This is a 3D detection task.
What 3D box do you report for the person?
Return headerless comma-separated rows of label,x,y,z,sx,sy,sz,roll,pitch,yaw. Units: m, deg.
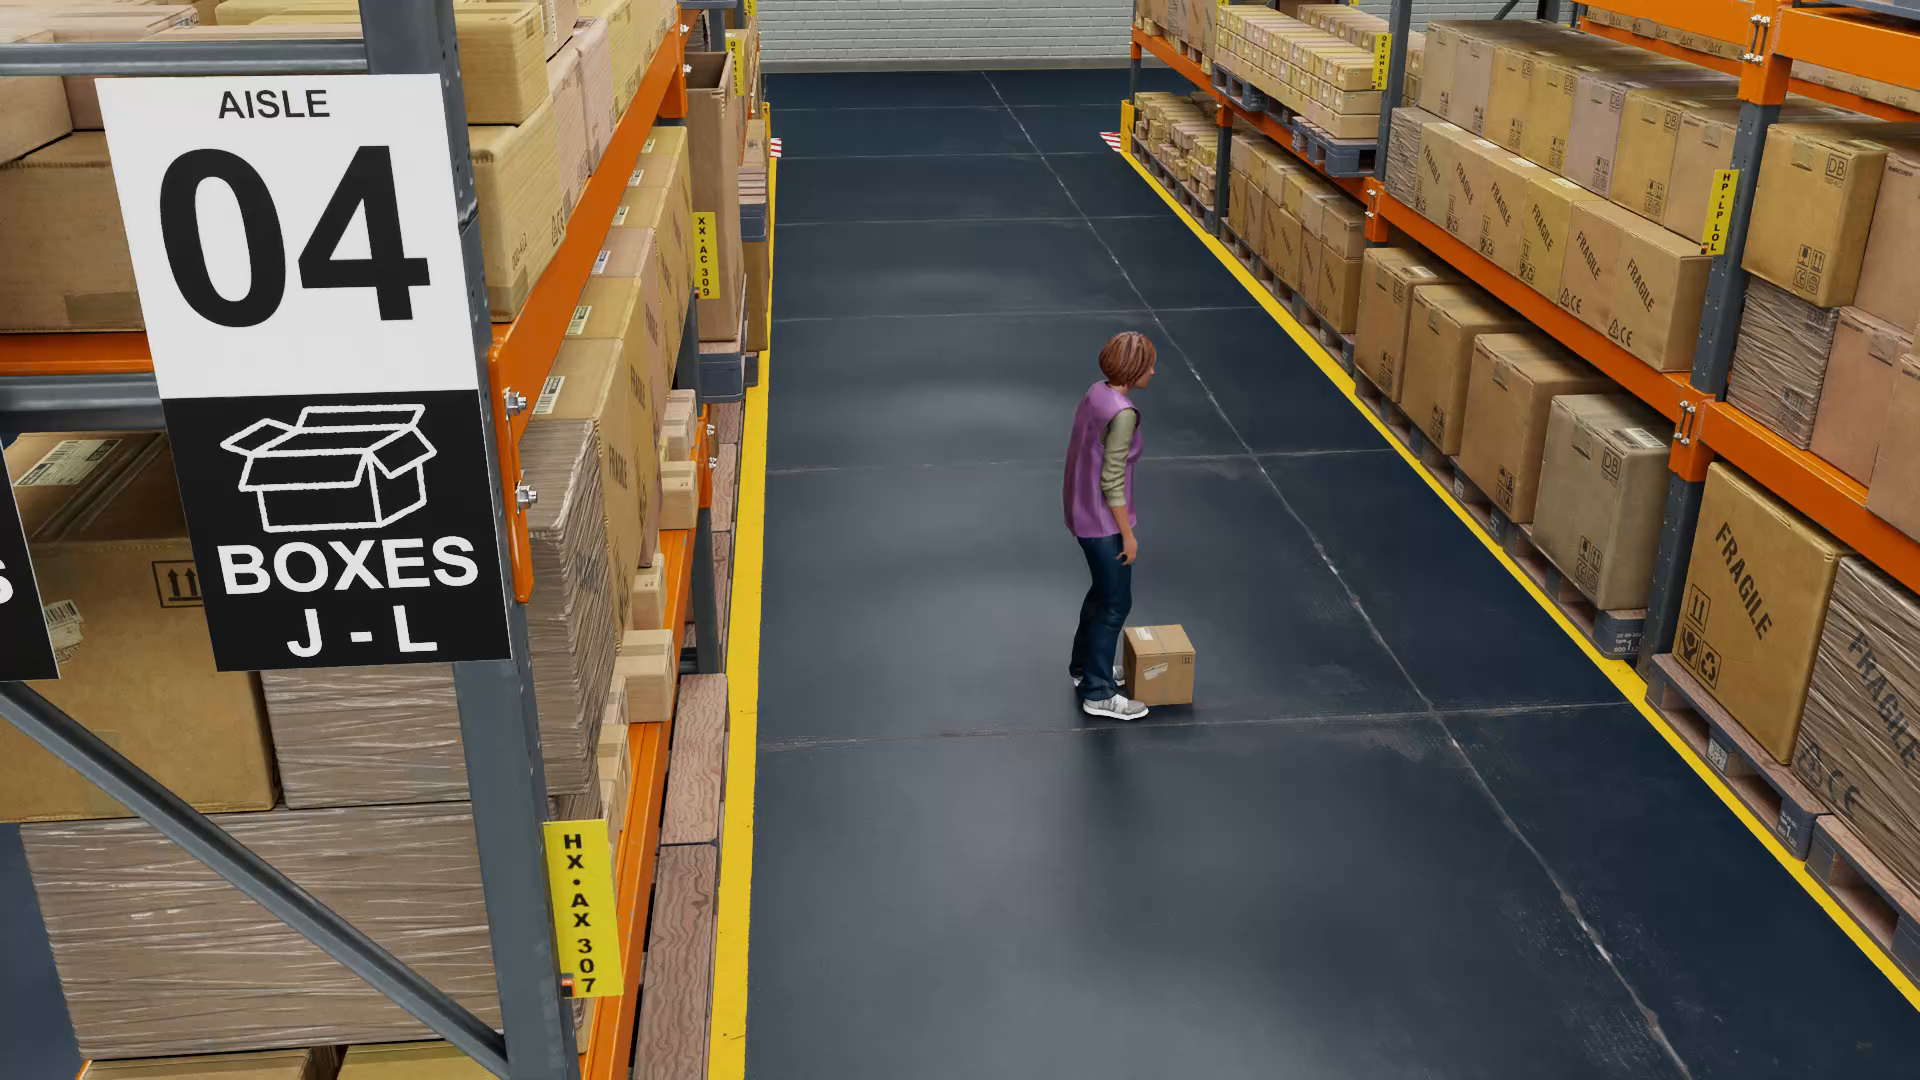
person,0.601,-0.068,6.767,0.344,1.593,0.480,-3,24,-7
